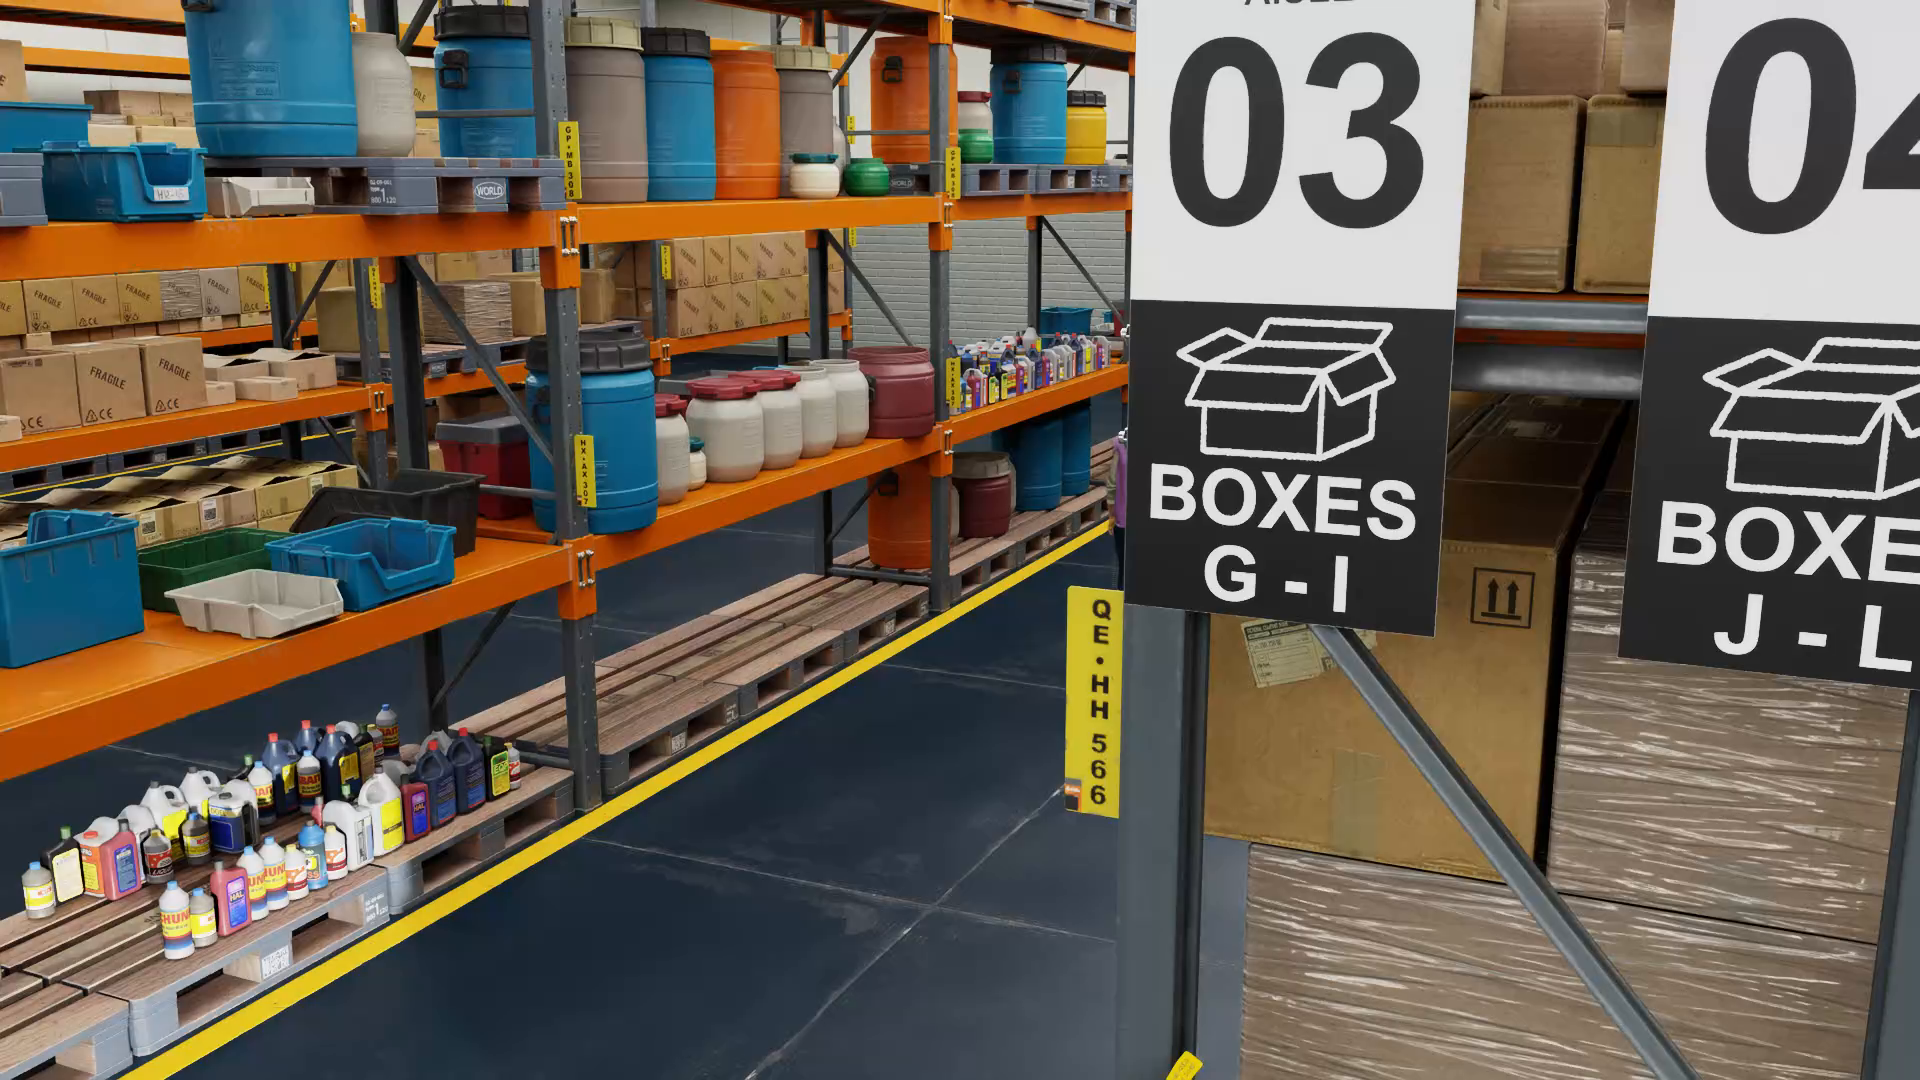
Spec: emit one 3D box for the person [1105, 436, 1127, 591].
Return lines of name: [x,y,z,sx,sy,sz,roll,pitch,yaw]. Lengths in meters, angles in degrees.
person: [1.152,-0.109,10.492,0.475,1.591,0.345,5,13,20]
